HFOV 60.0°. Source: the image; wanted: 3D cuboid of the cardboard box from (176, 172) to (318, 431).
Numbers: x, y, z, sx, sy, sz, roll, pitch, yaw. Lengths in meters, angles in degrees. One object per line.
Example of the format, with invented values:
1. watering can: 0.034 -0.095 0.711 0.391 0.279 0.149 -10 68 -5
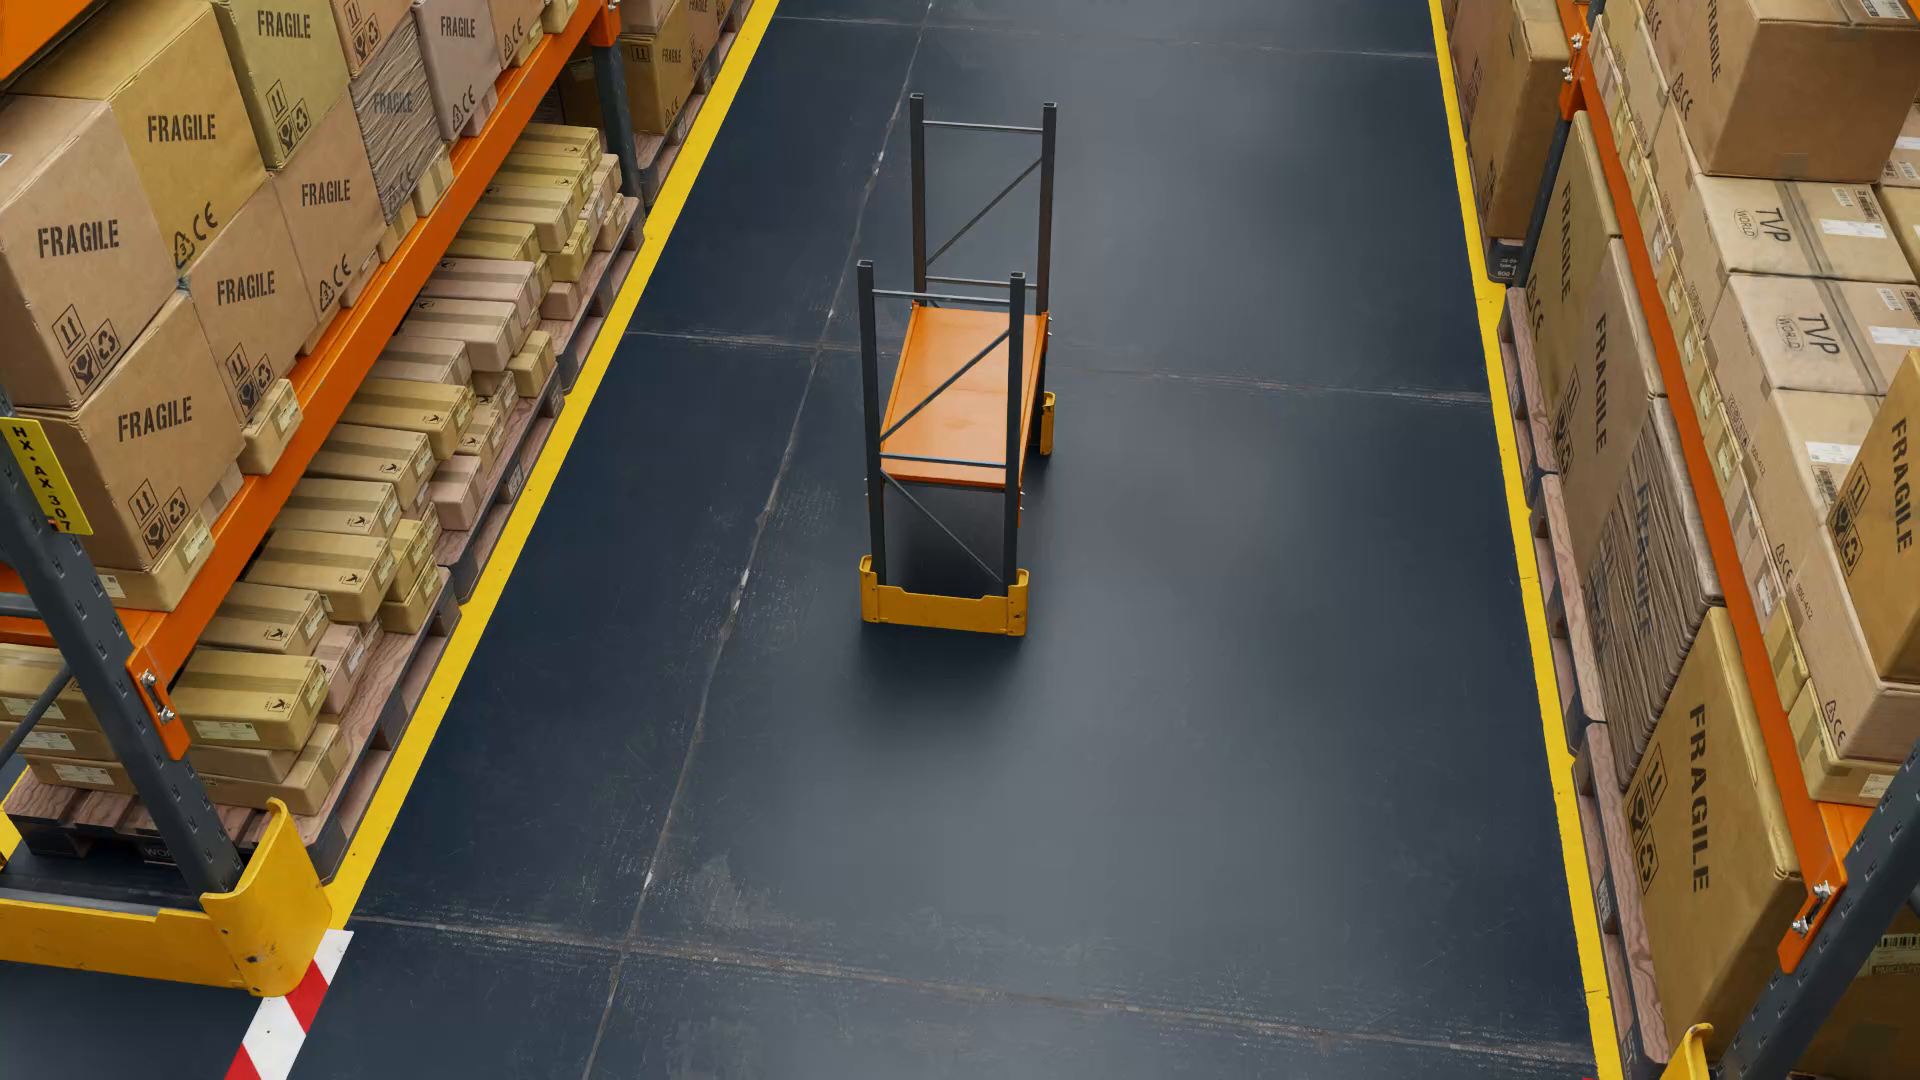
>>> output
1. cardboard box: -2.131 -0.662 4.478 0.500 0.500 0.500 5 44 6

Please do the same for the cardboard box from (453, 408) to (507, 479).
1. cardboard box: -1.932 -0.370 6.227 0.380 0.149 0.250 5 44 6

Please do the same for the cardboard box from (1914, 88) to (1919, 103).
1. cardboard box: 3.056 -1.723 5.235 0.500 0.500 0.500 6 44 6

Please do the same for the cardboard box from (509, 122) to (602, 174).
1. cardboard box: -1.770 -1.663 7.160 0.380 0.149 0.250 6 44 7

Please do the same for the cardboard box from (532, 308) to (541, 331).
1. cardboard box: -1.938 -0.891 6.777 0.380 0.149 0.250 4 44 4

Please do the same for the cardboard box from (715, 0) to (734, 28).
1. cardboard box: -1.496 -3.039 8.790 0.500 0.500 0.500 6 44 6

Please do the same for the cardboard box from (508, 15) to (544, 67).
1. cardboard box: -1.807 -1.926 6.285 0.380 0.149 0.250 7 44 7

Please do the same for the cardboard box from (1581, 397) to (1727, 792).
1. cardboard box: 2.519 0.206 5.091 0.875 0.875 0.875 5 44 6

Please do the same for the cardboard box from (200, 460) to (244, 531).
1. cardboard box: -2.149 -0.146 4.406 0.380 0.149 0.250 7 44 7

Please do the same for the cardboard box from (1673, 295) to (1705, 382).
1. cardboard box: 2.317 -0.573 4.856 0.380 0.149 0.250 6 44 6

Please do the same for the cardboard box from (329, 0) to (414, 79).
1. cardboard box: -1.972 -1.703 4.851 0.500 0.500 0.500 4 44 4

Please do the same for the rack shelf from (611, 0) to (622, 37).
1. rack shelf: -1.716 -3.697 8.496 1.077 0.370 4.000 5 44 6

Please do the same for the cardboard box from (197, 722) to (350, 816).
1. cardboard box: -2.123 0.685 5.113 0.380 0.149 0.250 6 44 6

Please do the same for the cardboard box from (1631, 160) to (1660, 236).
1. cardboard box: 2.418 -1.101 5.414 0.380 0.149 0.250 5 44 5

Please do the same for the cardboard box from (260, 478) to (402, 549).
1. cardboard box: -2.075 -0.064 5.472 0.380 0.149 0.250 3 44 3

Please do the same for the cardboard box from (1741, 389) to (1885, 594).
1. cardboard box: 2.262 -0.103 4.070 0.500 0.250 0.500 5 44 5

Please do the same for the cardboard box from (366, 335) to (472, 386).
1. cardboard box: -2.011 -0.608 6.045 0.380 0.149 0.250 5 44 6

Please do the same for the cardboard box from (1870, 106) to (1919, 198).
1. cardboard box: 2.991 -1.104 5.127 0.500 0.250 0.500 6 44 6

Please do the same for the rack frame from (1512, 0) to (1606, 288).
1. rack frame: 2.923 -2.076 6.260 1.000 3.000 0.127 5 44 6

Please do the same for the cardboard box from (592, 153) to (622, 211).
1. cardboard box: -1.707 -1.577 7.286 0.380 0.149 0.250 6 44 6

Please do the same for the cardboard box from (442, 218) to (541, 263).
1. cardboard box: -1.901 -1.145 6.613 0.380 0.149 0.250 7 44 7

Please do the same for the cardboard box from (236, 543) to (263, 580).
1. cardboard box: -2.518 -0.008 5.629 0.380 0.149 0.250 5 44 5

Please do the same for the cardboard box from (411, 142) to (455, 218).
1. cardboard box: -1.922 -1.216 5.536 0.380 0.149 0.250 6 44 6

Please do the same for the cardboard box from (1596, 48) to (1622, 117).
1. cardboard box: 2.519 -1.634 5.977 0.380 0.149 0.250 4 44 4

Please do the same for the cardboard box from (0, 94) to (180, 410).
1. cardboard box: -2.187 -0.659 3.748 0.500 0.500 0.500 5 44 5

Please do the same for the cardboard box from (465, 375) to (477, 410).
1. cardboard box: -2.026 -0.511 6.160 0.380 0.149 0.250 7 44 7

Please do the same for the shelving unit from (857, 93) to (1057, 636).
1. shelving unit: 0.010 -0.597 5.789 0.587 1.500 1.083 5 44 6

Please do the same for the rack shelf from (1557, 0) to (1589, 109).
1. rack shelf: 3.187 -3.177 7.947 1.077 0.370 4.000 5 44 6

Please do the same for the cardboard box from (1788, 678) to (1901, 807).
1. cardboard box: 2.114 0.469 3.756 0.380 0.149 0.250 6 44 6

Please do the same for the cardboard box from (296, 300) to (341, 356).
1. cardboard box: -2.102 -0.697 4.987 0.380 0.149 0.250 5 44 5

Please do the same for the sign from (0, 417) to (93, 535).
1. sign: -1.971 -0.134 3.581 0.100 0.325 0.005 5 44 6

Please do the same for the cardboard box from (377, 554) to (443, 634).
1. cardboard box: -2.001 0.165 5.662 0.380 0.149 0.250 6 44 6

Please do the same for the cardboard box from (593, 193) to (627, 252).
1. cardboard box: -1.695 -1.414 7.330 0.380 0.149 0.250 6 44 6

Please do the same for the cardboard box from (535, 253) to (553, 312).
1. cardboard box: -1.879 -1.045 6.724 0.380 0.149 0.250 6 44 6

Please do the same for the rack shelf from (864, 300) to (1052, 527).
1. rack shelf: 0.011 -0.472 5.919 0.538 0.185 1.000 5 44 6

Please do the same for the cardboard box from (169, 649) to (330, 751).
1. cardboard box: -2.103 0.471 4.906 0.380 0.149 0.250 3 44 4

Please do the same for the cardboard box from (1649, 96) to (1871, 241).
1. cardboard box: 2.467 -1.141 5.166 0.500 0.250 0.500 6 44 7

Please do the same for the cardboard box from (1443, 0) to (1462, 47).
1. cardboard box: 3.214 -3.107 8.590 1.225 0.875 0.875 5 44 6

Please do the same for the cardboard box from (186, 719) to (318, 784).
1. cardboard box: -2.186 0.572 5.016 0.380 0.149 0.250 7 44 7

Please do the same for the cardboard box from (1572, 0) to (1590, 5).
1. cardboard box: 2.714 -2.456 6.589 0.500 0.500 0.500 5 44 6

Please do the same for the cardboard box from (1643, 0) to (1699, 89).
1. cardboard box: 2.533 -1.763 5.278 0.500 0.500 0.500 5 44 6

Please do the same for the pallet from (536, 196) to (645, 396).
1. pallet: -2.034 -1.122 7.281 1.003 0.211 1.213 5 44 6

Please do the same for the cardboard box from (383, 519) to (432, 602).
1. cardboard box: -2.007 0.050 5.567 0.380 0.149 0.250 7 44 7

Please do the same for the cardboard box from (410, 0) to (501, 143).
1. cardboard box: -1.901 -1.692 5.566 0.500 0.500 0.500 5 44 5

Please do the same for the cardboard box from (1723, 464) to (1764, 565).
1. cardboard box: 2.216 -0.050 4.304 0.380 0.149 0.250 6 44 6

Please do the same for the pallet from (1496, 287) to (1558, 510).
1. pallet: 2.744 -0.552 6.679 1.003 0.211 1.213 5 44 6

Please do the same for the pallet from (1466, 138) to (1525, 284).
1. pallet: 2.950 -1.596 7.782 1.003 0.211 1.213 5 44 6
